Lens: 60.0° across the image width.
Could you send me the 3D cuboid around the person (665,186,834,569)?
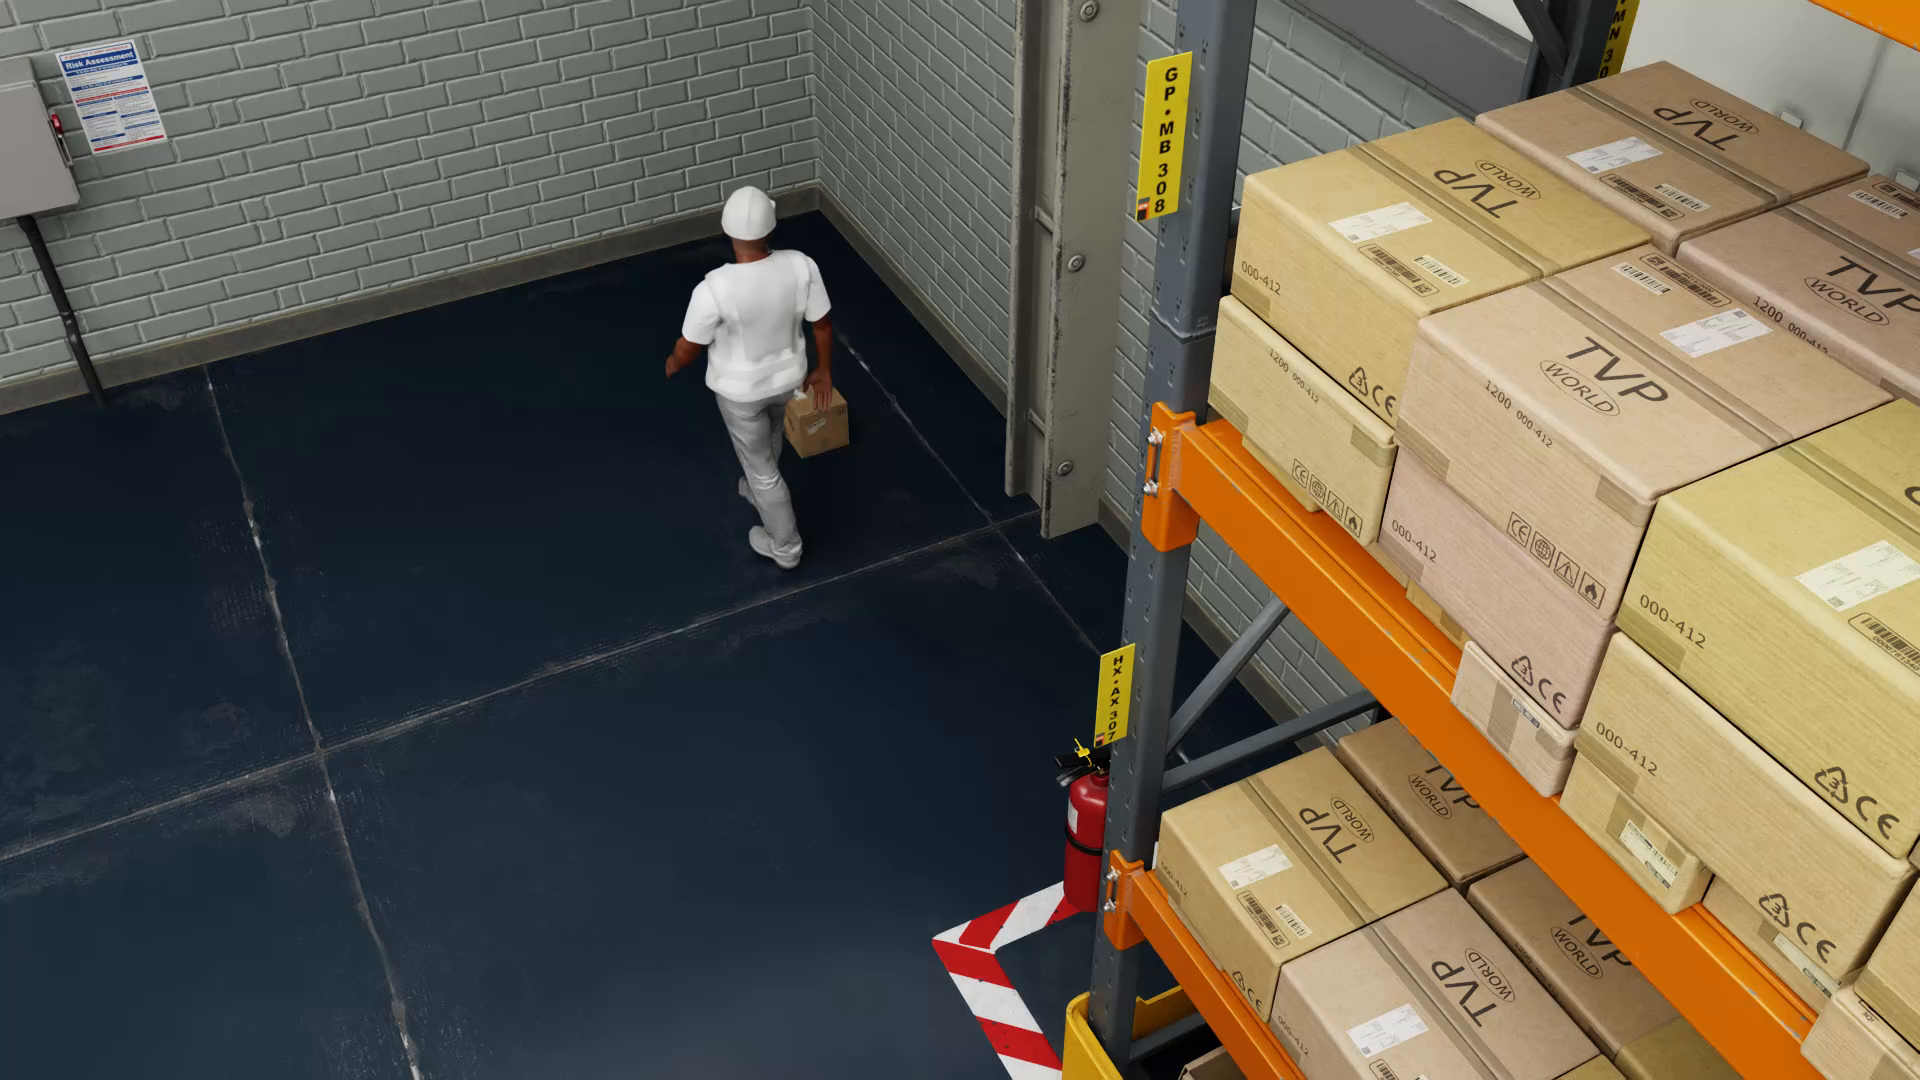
[{"bbox_3d":[-0.900,-0.711,6.967,0.593,1.795,0.738,-26,47,-26],"label":"person"}]
